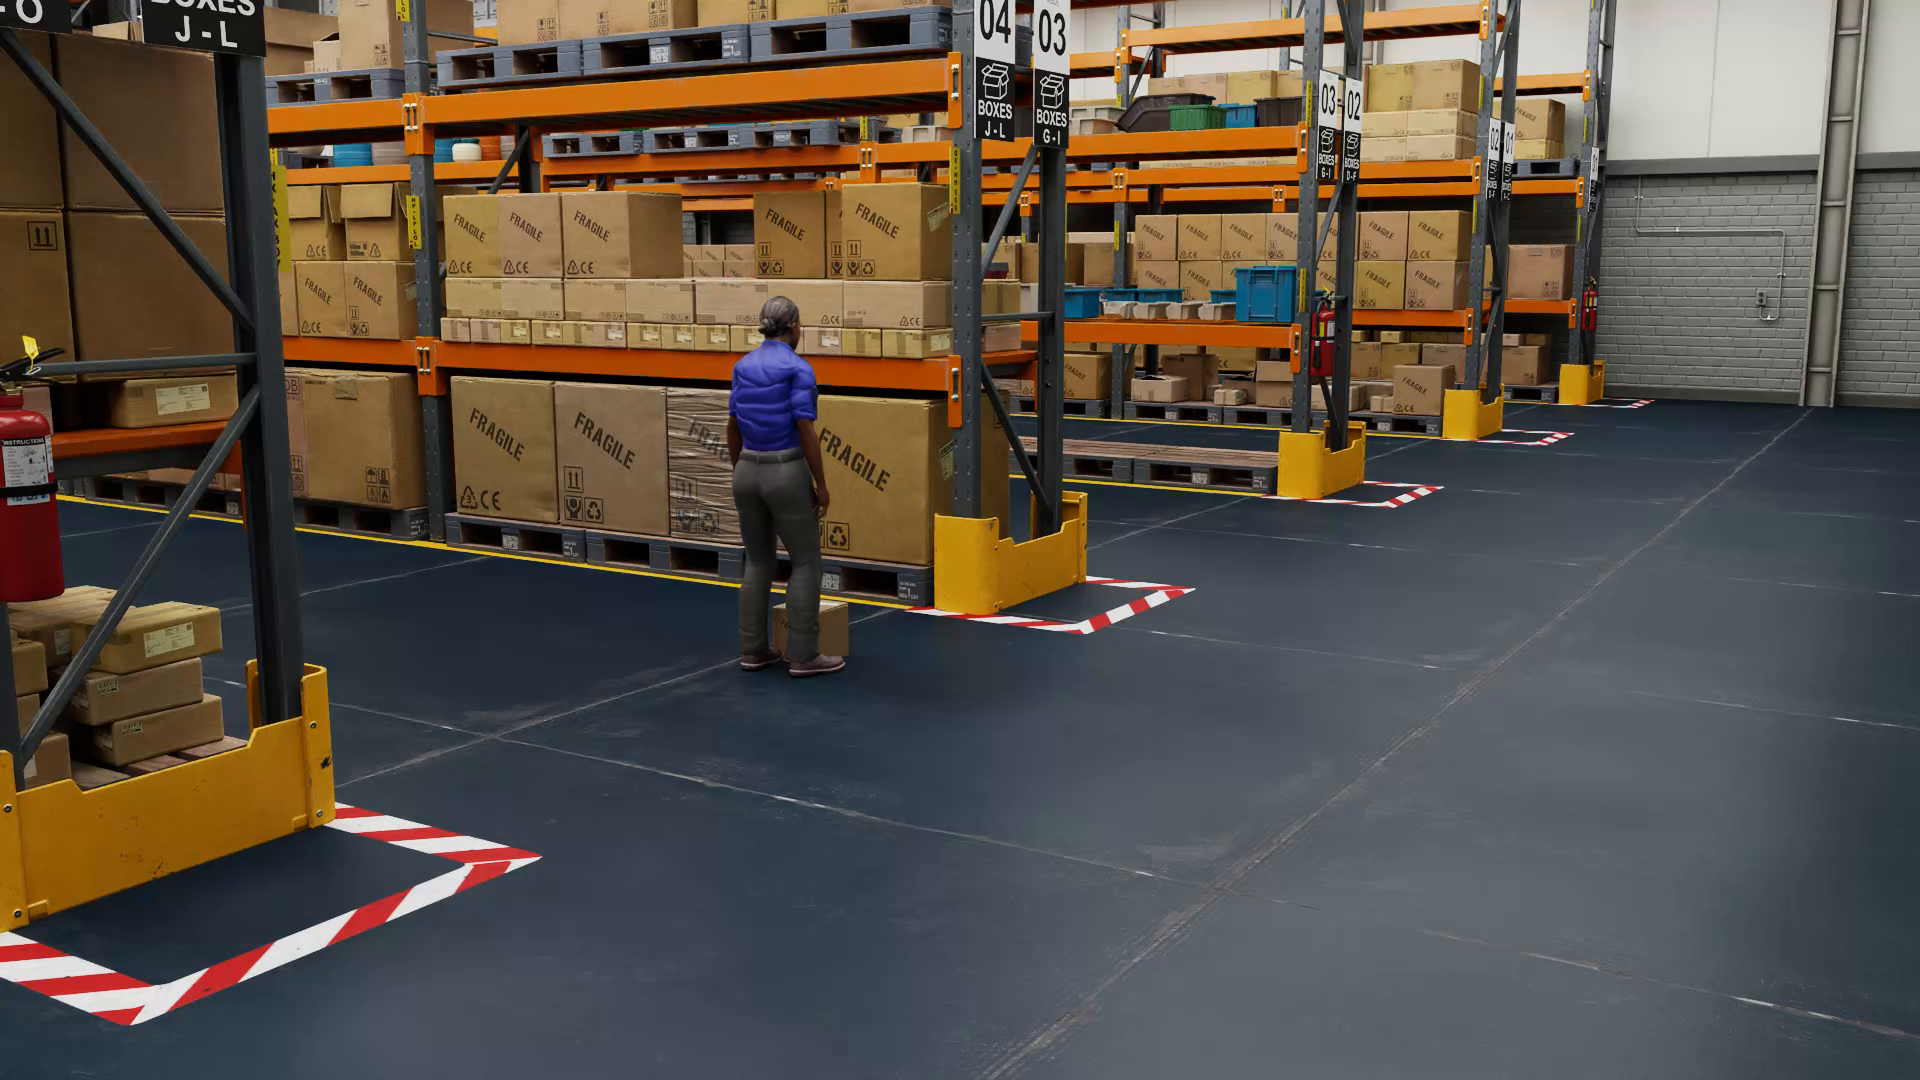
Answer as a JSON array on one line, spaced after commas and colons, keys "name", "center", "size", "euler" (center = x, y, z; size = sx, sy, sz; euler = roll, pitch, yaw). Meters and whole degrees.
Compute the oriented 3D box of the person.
[{"name": "person", "center": [-0.795, -0.239, 7.319], "size": [0.507, 1.655, 0.347], "euler": [6, 11, 31]}]
